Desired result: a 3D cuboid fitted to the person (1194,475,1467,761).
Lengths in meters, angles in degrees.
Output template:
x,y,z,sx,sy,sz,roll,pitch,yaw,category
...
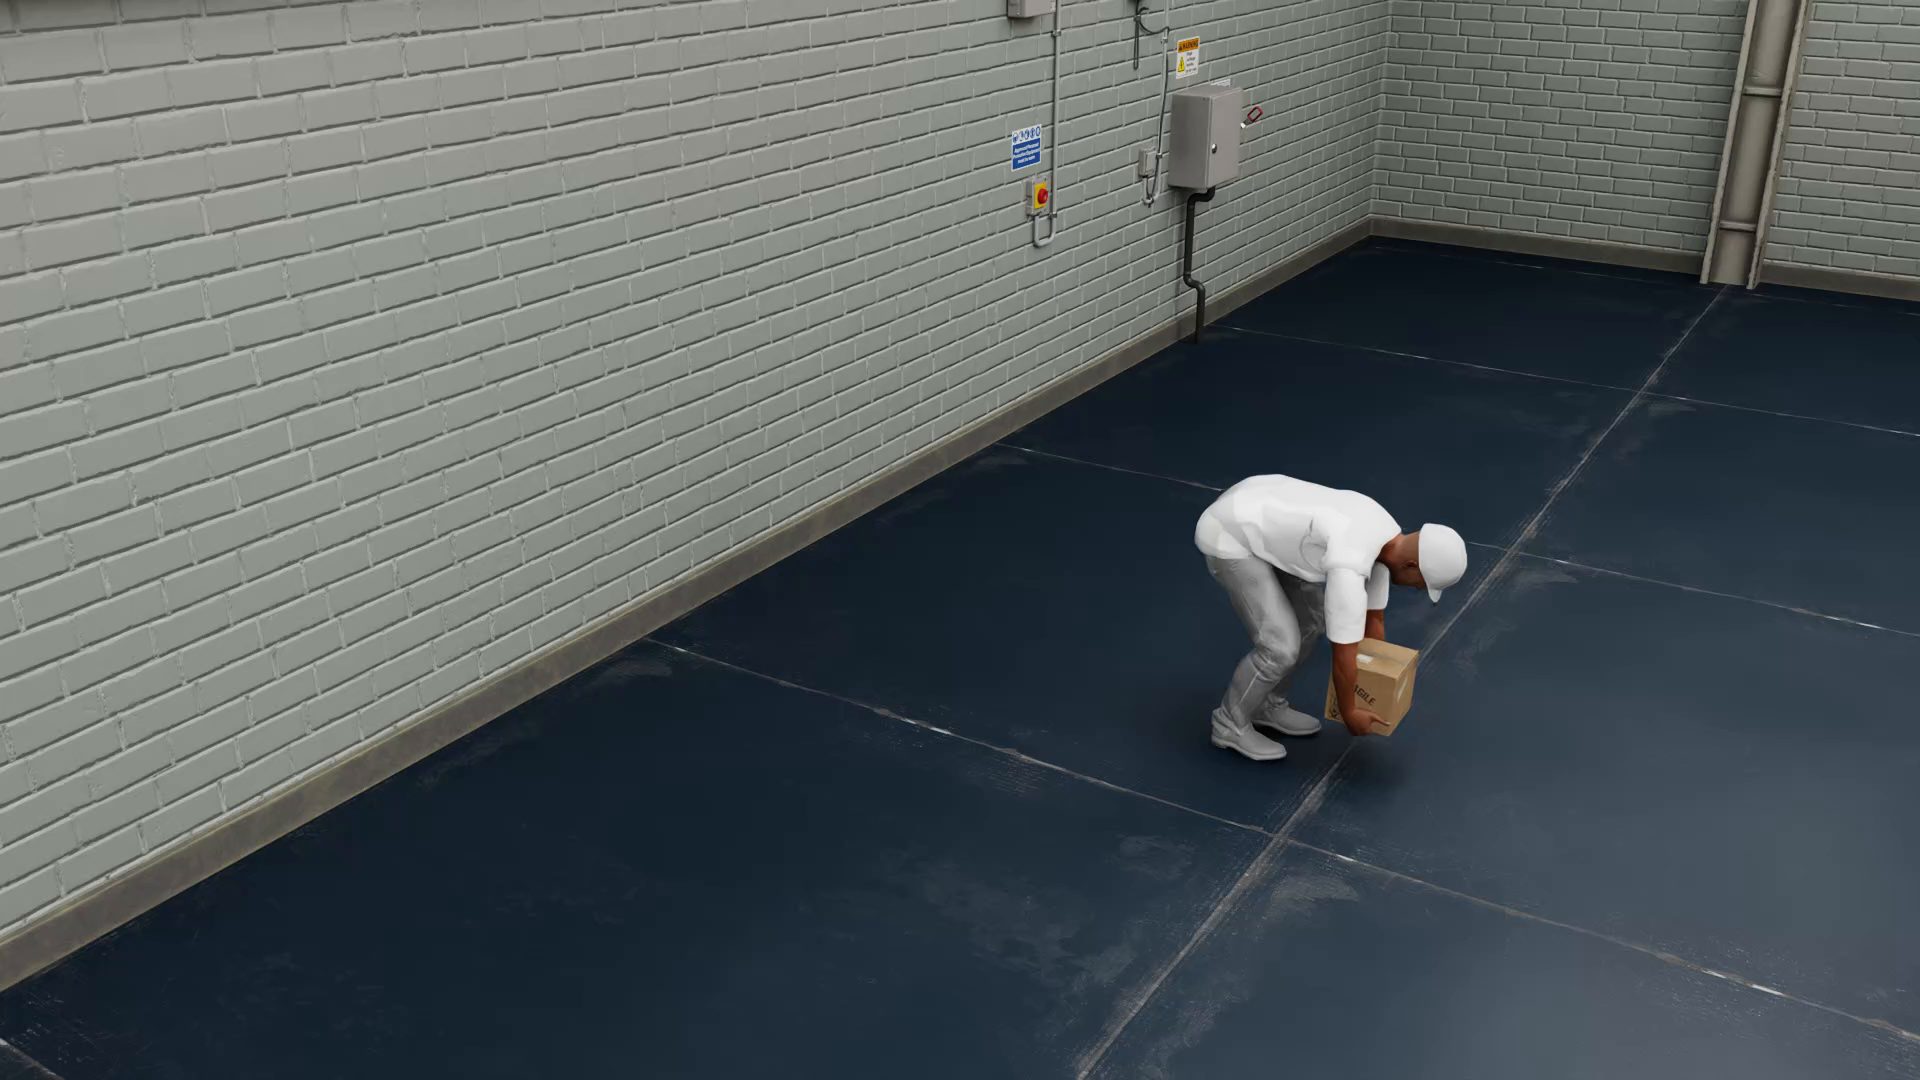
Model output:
x,y,z,sx,sy,sz,roll,pitch,yaw,category
1.359,0.311,6.223,0.982,1.065,0.491,12,26,27,person
